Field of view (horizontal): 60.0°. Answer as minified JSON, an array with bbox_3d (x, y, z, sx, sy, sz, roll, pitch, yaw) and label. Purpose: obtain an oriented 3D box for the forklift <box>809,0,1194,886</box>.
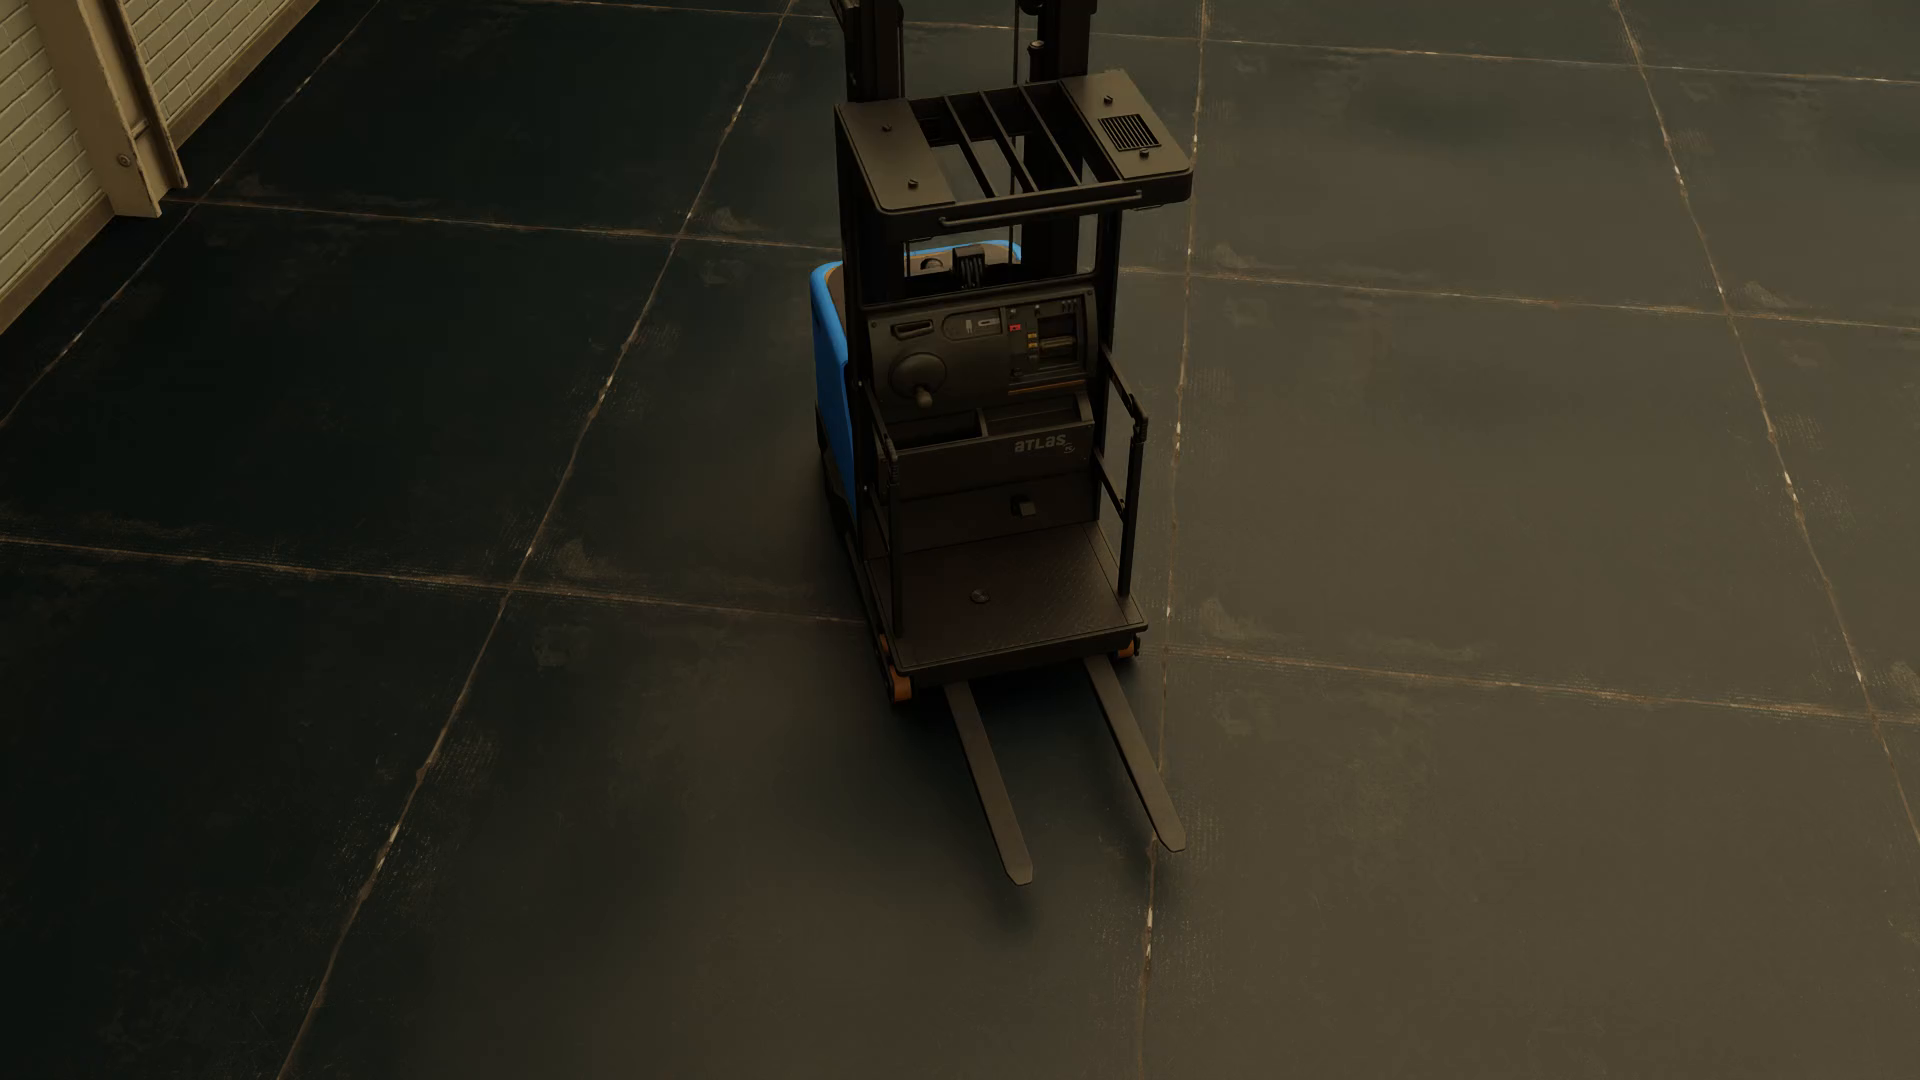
[{"bbox_3d":[0.153,-0.681,6.465,1.130,2.935,3.031,-10,44,-11],"label":"forklift"}]
